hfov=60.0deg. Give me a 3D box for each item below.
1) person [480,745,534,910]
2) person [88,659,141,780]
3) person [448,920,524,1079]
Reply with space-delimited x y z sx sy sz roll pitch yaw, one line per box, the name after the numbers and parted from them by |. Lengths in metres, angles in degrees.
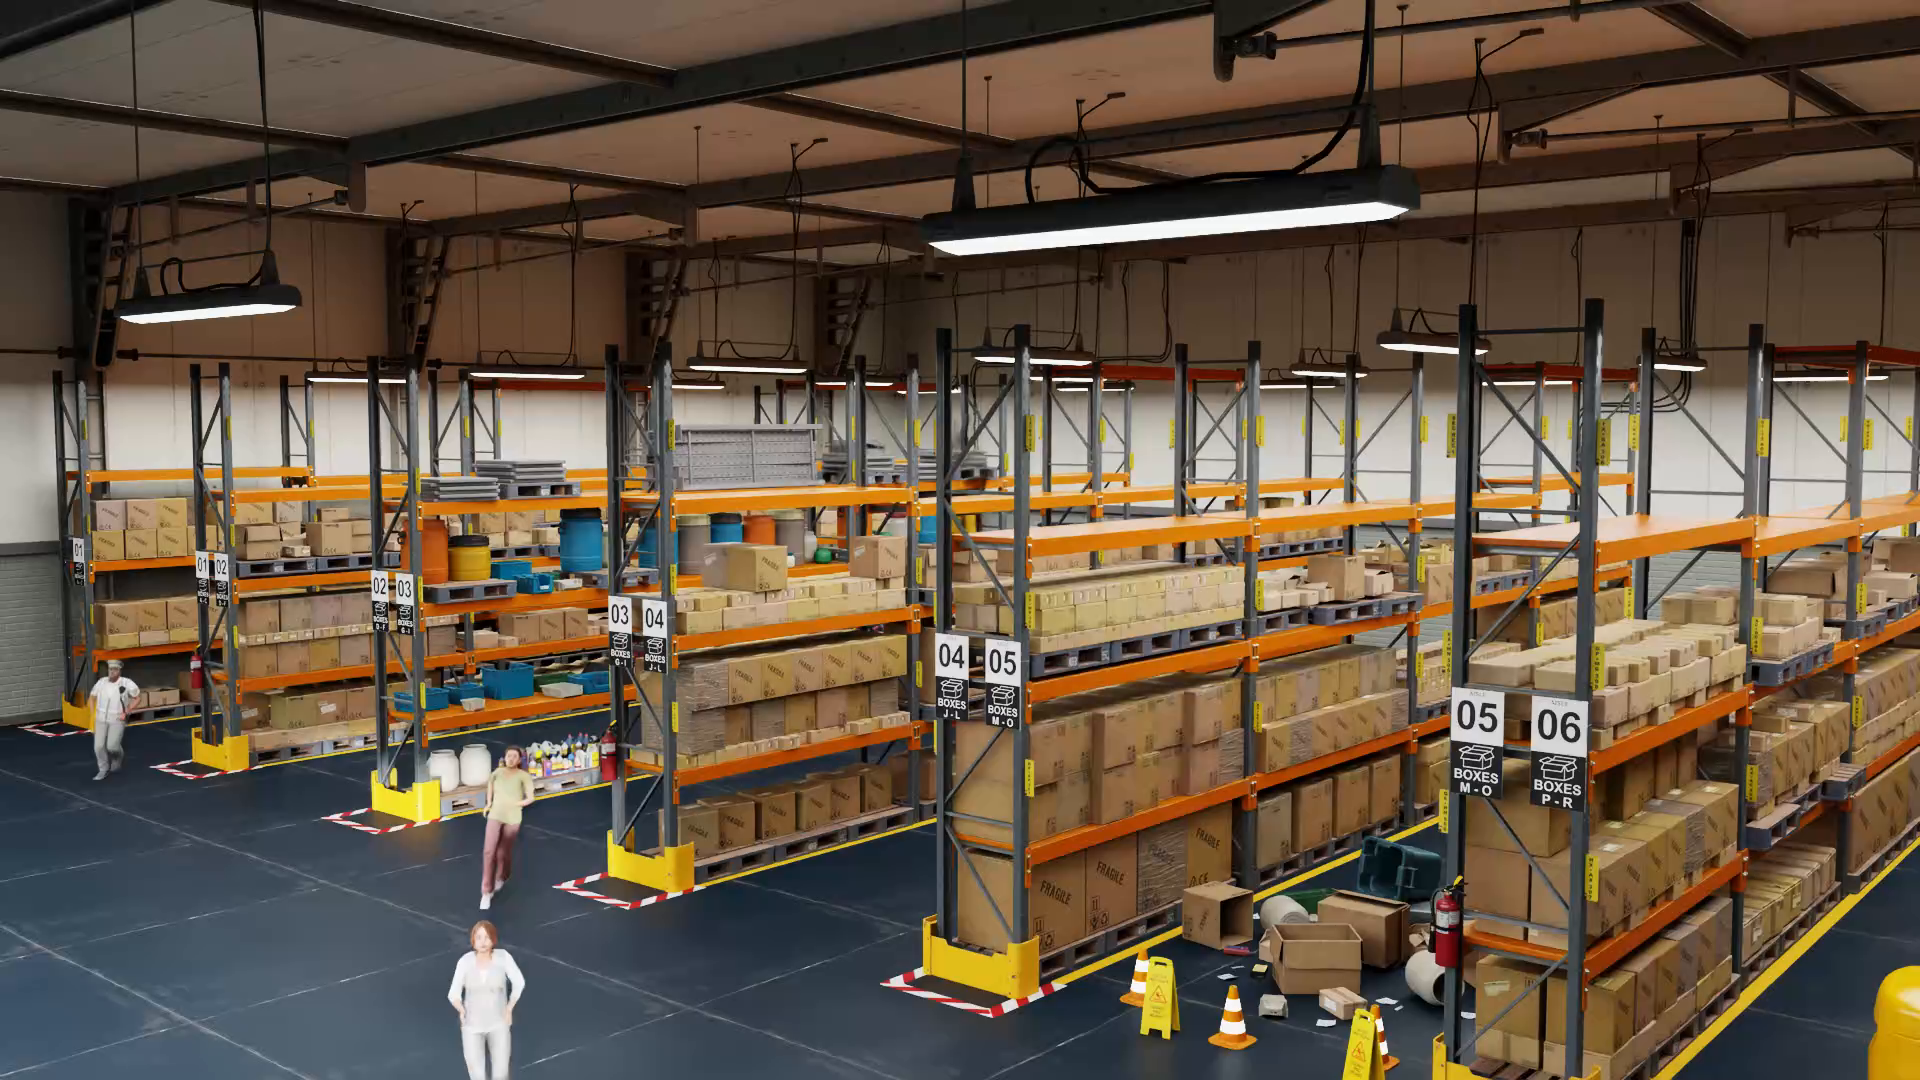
-4.859 3.037 17.854 0.582 1.665 0.862 0 4 -1 | person
-12.232 2.576 24.015 0.687 1.730 0.621 0 4 -6 | person
-3.418 3.520 11.992 0.530 1.552 0.551 -1 4 -12 | person
